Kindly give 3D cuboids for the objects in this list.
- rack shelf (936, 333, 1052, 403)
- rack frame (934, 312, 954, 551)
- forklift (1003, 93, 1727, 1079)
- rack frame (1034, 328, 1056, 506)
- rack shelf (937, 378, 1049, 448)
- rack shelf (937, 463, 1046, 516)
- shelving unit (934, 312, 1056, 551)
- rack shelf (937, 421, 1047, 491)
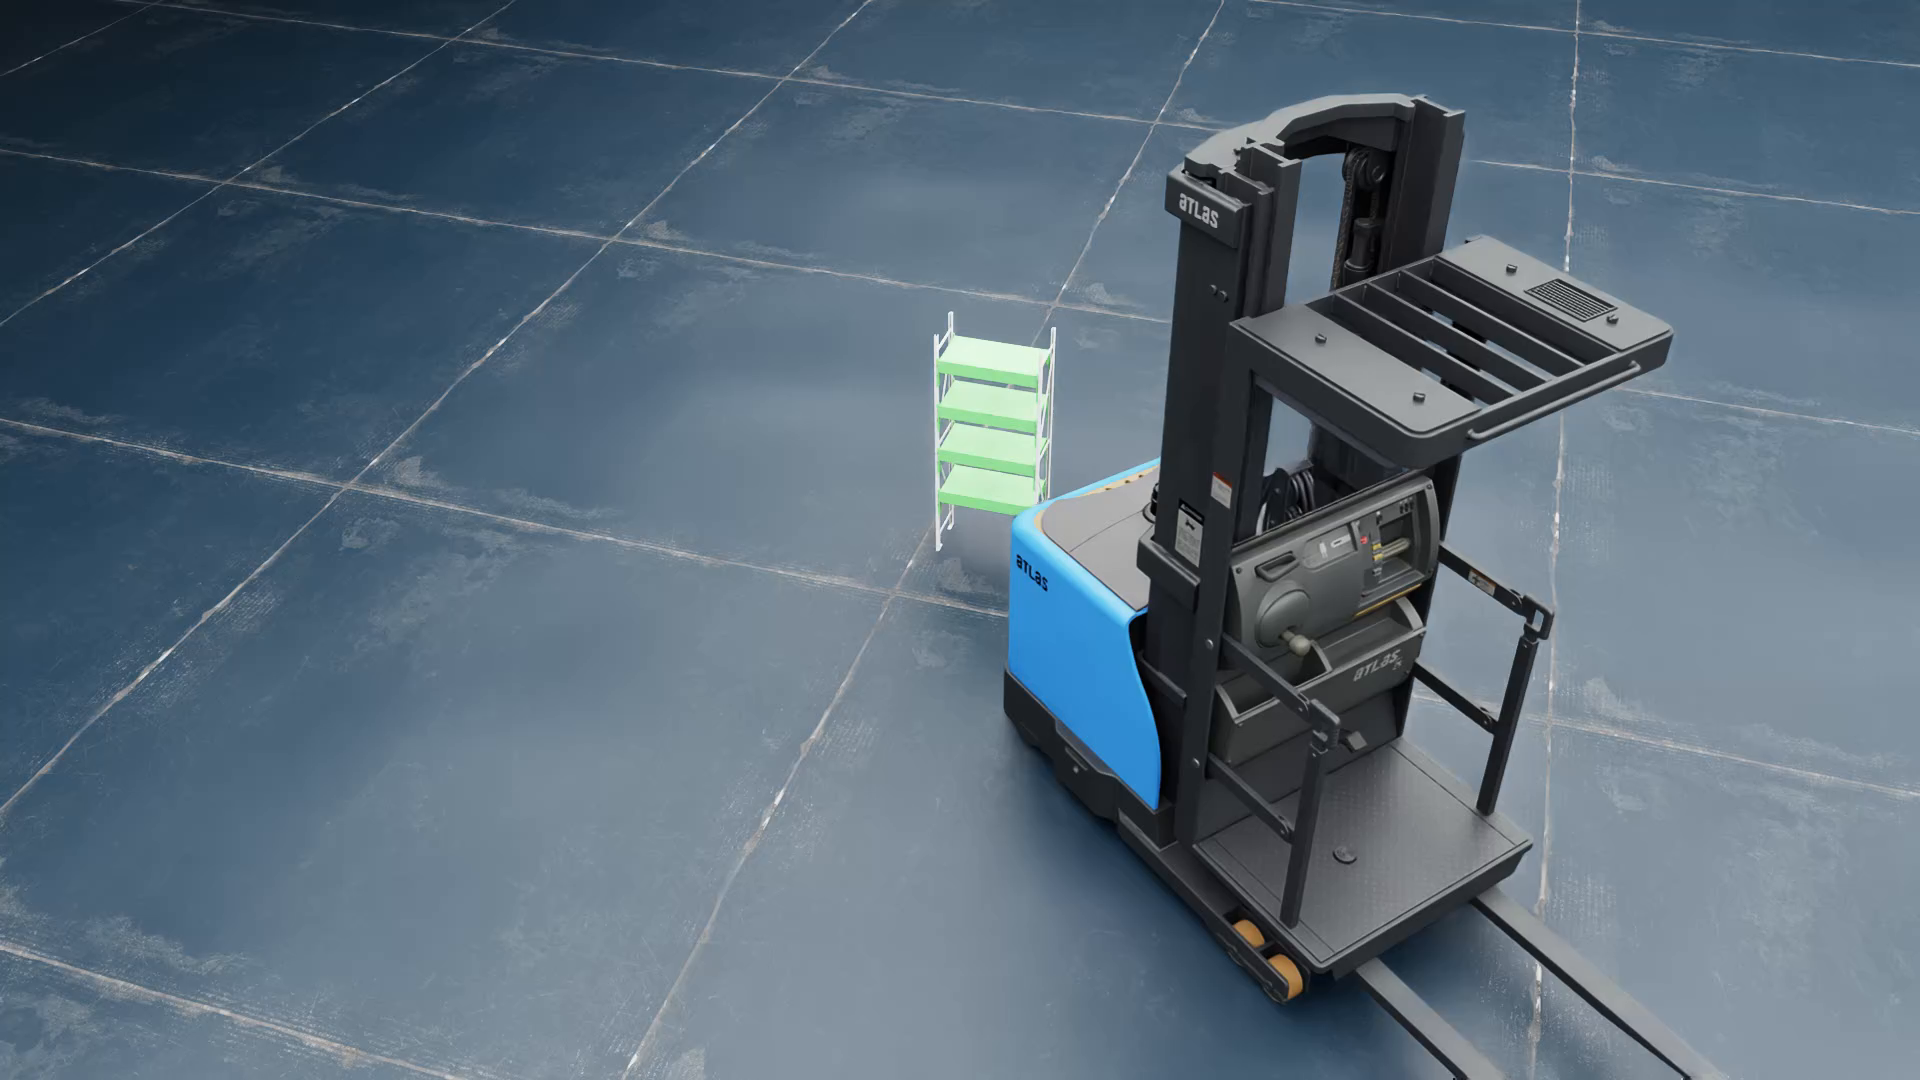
[{"bbox_3d":[0.158,-0.789,7.608,0.480,0.148,0.258,10,38,14],"label":"rack shelf"},{"bbox_3d":[-0.075,-0.497,7.913,0.015,1.200,0.240,10,38,14],"label":"rack frame"},{"bbox_3d":[1.416,0.157,5.564,1.130,2.935,3.031,-21,41,-26],"label":"forklift"},{"bbox_3d":[0.391,-0.411,7.796,0.015,1.200,0.240,10,38,14],"label":"rack frame"},{"bbox_3d":[0.158,-0.596,7.750,0.480,0.148,0.258,10,38,14],"label":"rack shelf"},{"bbox_3d":[0.158,-0.209,8.035,0.480,0.148,0.258,10,38,14],"label":"rack shelf"},{"bbox_3d":[0.158,-0.454,7.855,0.503,1.200,0.258,10,38,14],"label":"shelving unit"},{"bbox_3d":[0.158,-0.402,7.892,0.480,0.148,0.258,10,38,14],"label":"rack shelf"}]
